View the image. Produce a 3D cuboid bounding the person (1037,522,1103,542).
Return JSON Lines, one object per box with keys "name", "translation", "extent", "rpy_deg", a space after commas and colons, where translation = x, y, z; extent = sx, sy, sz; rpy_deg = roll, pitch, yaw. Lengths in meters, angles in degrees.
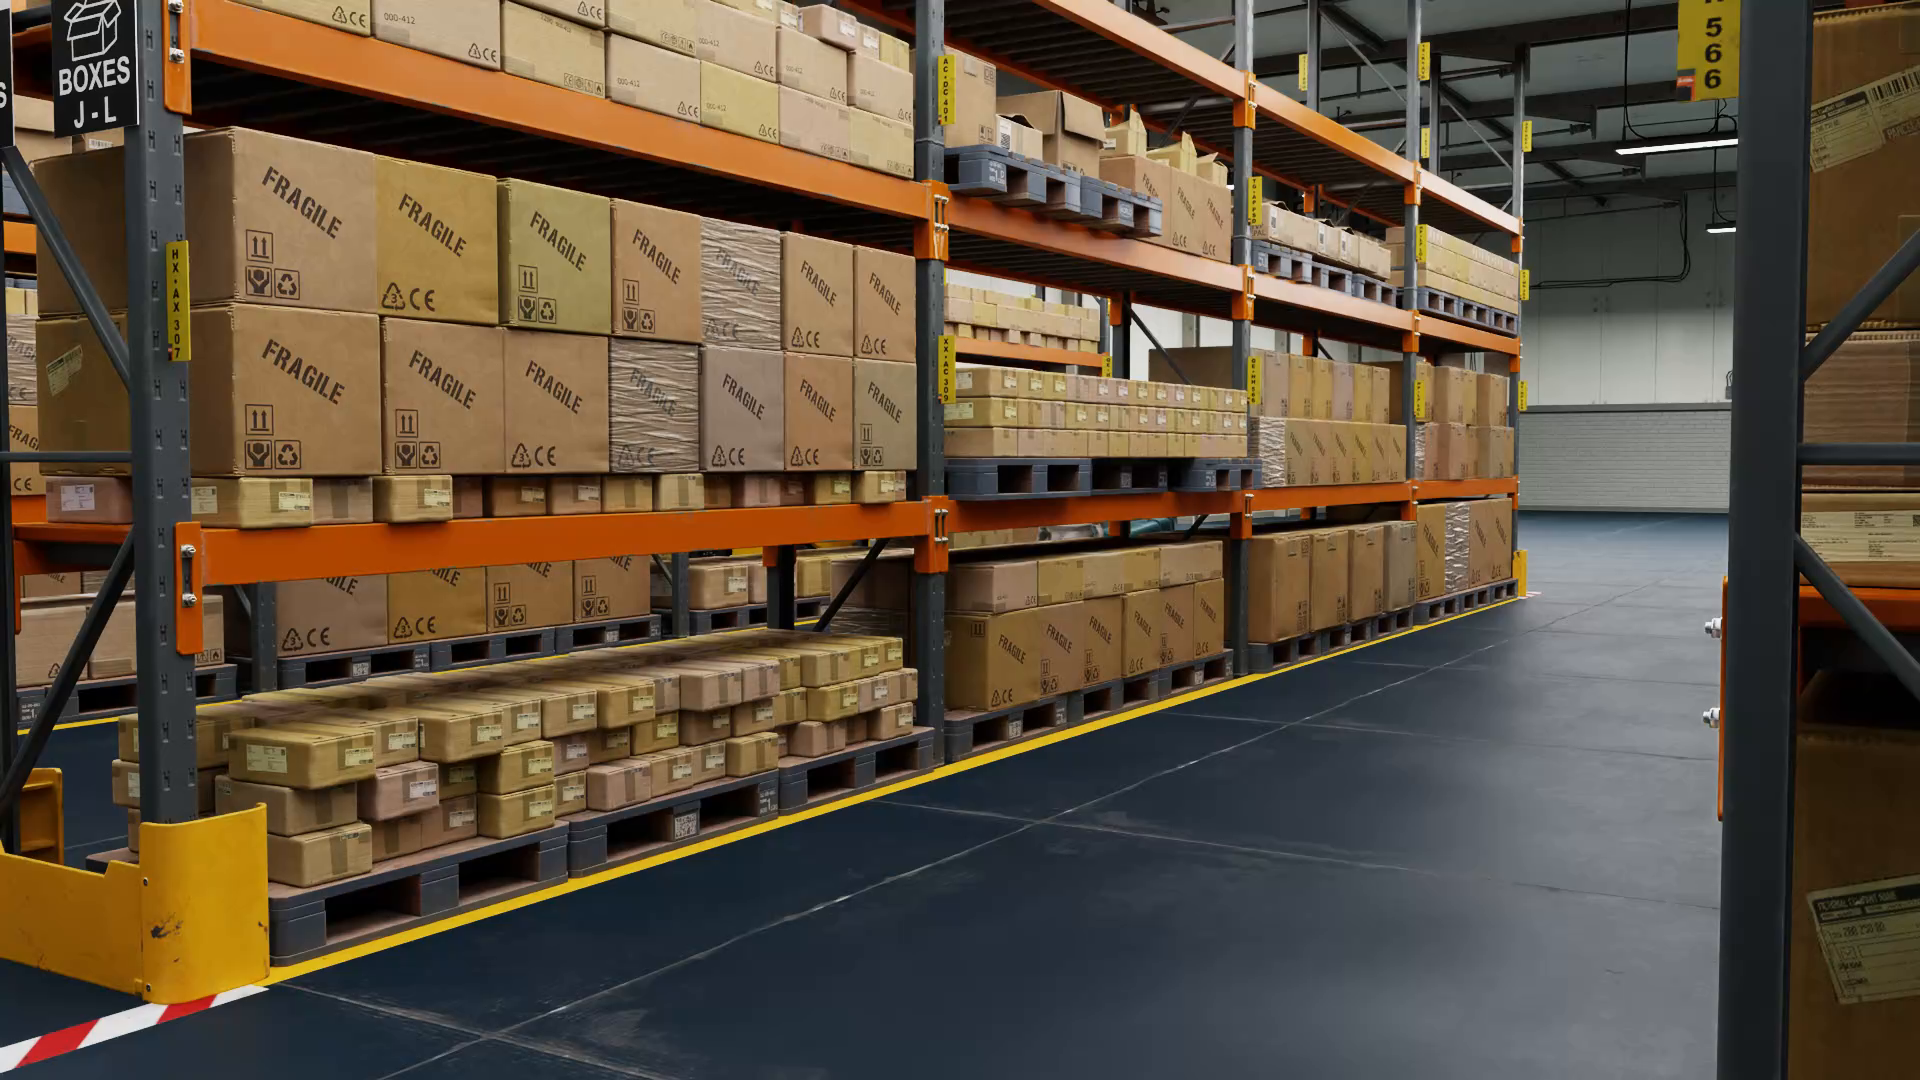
{"name": "person", "translation": [0.923, -0.083, 14.076], "extent": [0.590, 1.789, 0.441], "rpy_deg": [2, 4, 39]}
